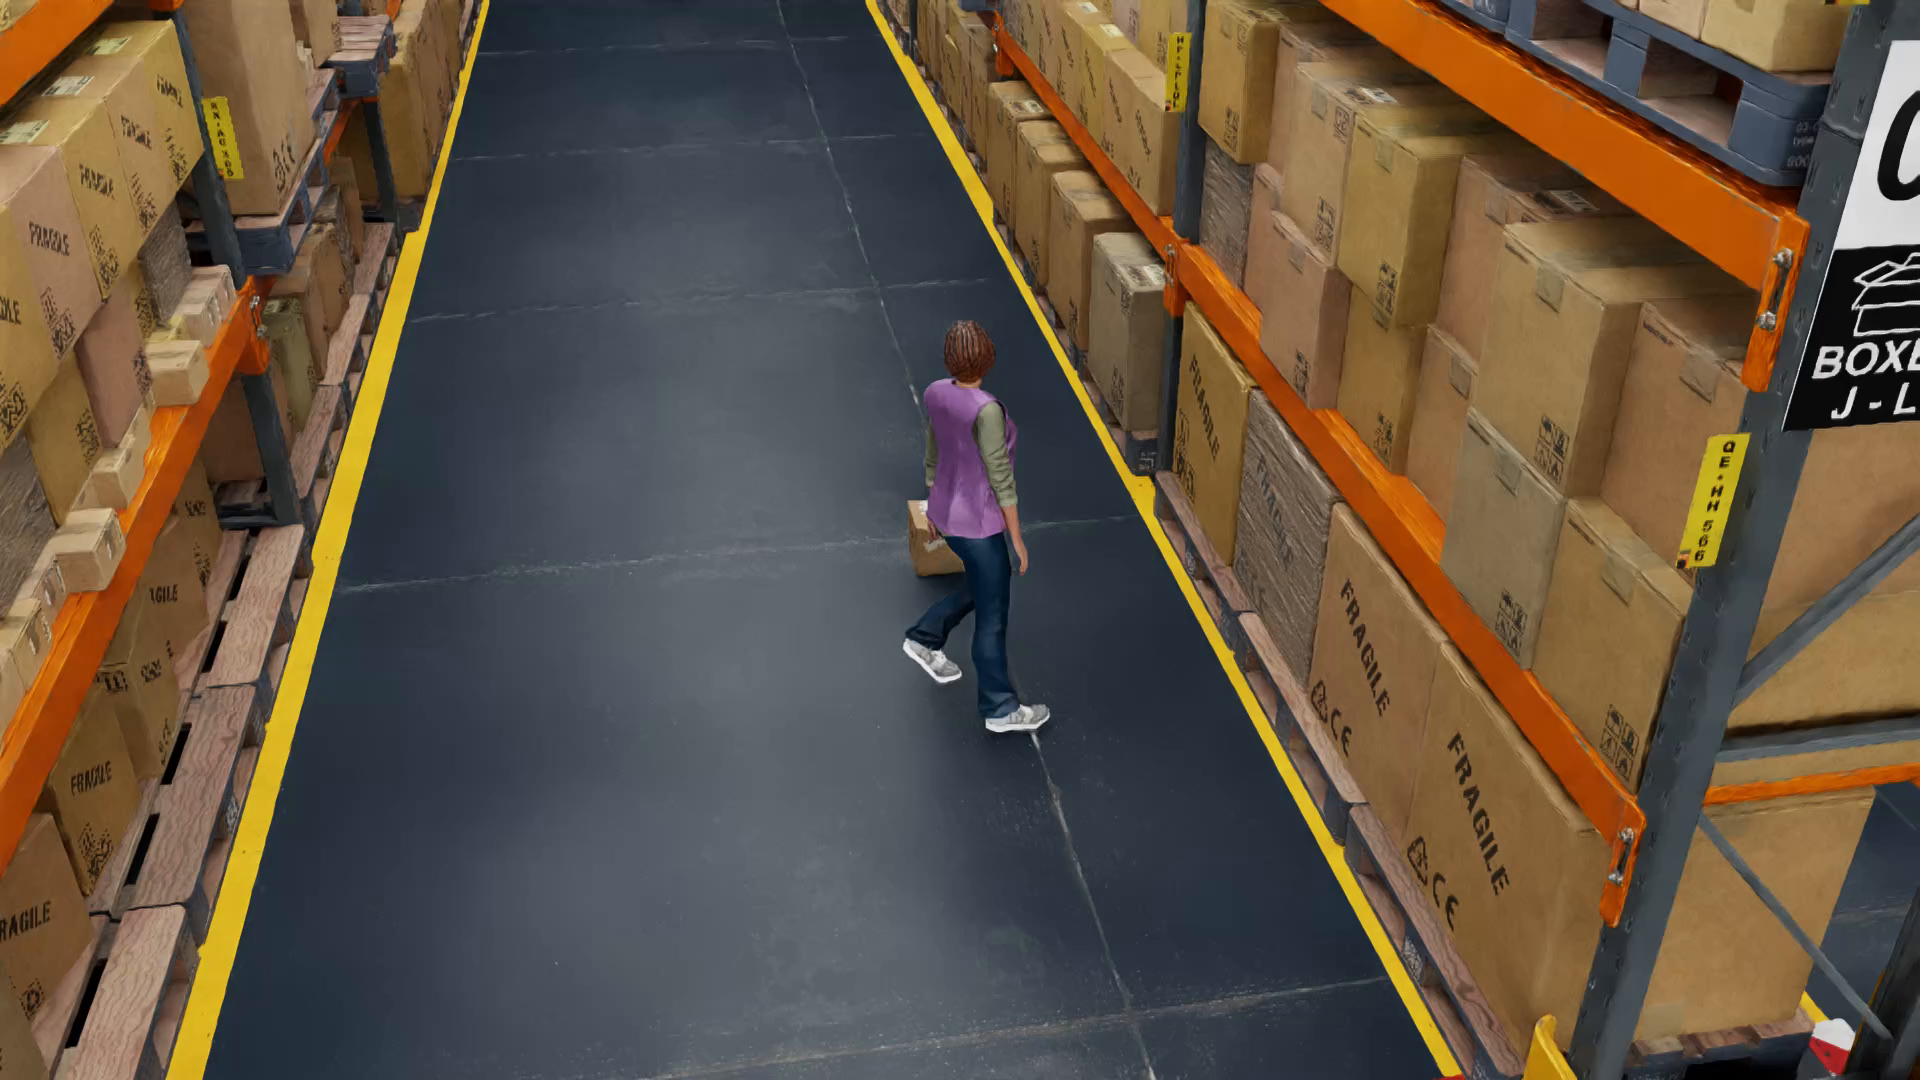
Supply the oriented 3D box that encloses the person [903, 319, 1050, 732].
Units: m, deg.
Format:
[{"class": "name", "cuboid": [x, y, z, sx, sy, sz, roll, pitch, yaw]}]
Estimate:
[{"class": "person", "cuboid": [0.058, -0.031, 6.225, 0.429, 1.555, 0.566, -14, 34, -22]}]
